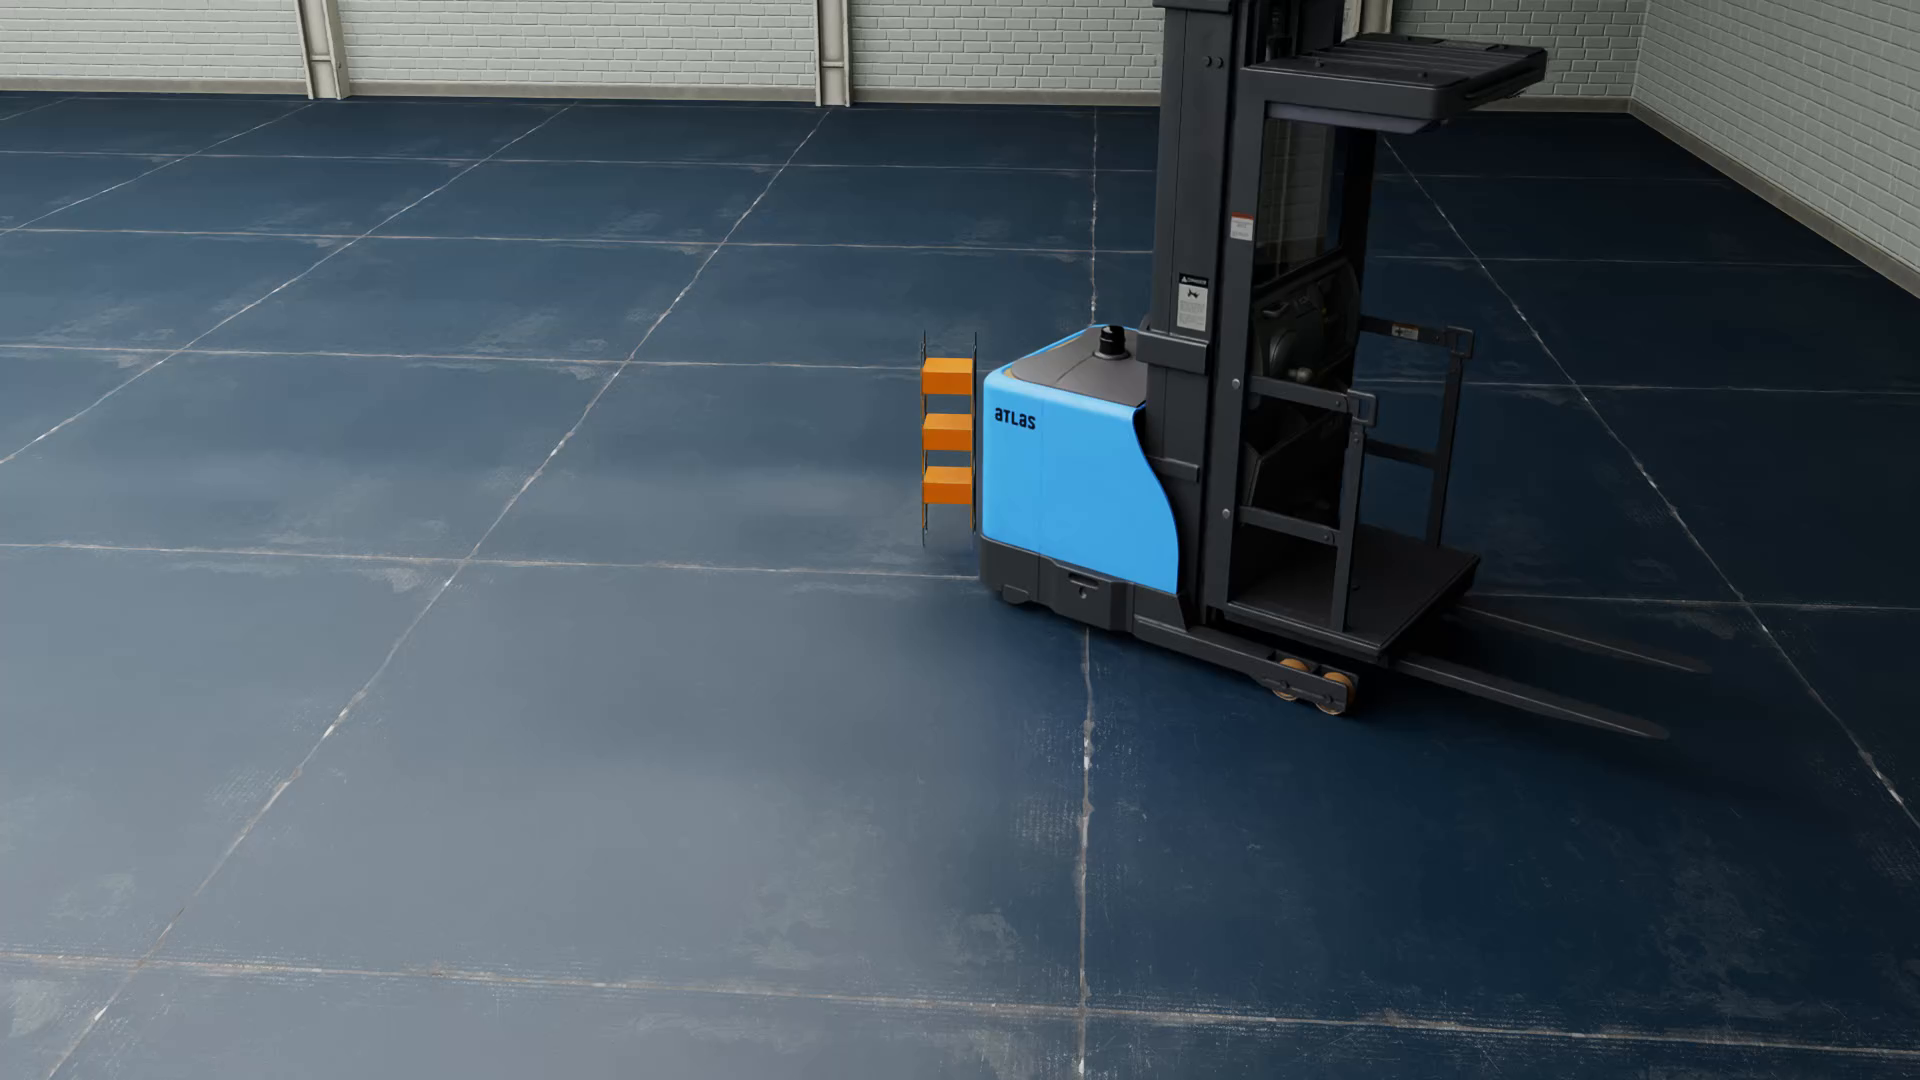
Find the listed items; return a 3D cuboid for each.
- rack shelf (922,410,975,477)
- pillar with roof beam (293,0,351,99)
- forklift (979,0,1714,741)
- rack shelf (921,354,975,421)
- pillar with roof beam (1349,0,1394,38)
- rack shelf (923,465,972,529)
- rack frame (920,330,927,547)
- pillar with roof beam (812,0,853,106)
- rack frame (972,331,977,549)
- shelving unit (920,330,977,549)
[{"bbox_3d":[-0.053,-0.469,8.039,0.240,0.259,0.215,2,25,4],"label":"rack shelf"},{"bbox_3d":[-7.755,-7.521,13.830,0.400,9.000,9.100,2,25,4],"label":"pillar with roof beam"},{"bbox_3d":[1.578,-0.879,6.653,3.031,2.935,1.130,17,30,32],"label":"forklift"},{"bbox_3d":[-0.053,-0.727,7.920,0.240,0.259,0.215,2,25,4],"label":"rack shelf"},{"bbox_3d":[4.209,-7.137,12.996,0.400,9.000,9.100,2,25,4],"label":"pillar with roof beam"},{"bbox_3d":[-0.053,-0.217,8.155,0.240,0.259,0.215,2,25,4],"label":"rack shelf"},{"bbox_3d":[-0.175,-0.483,8.043,0.008,1.050,0.200,2,25,4],"label":"rack frame"},{"bbox_3d":[-1.773,-7.329,13.413,0.400,9.000,9.100,2,25,4],"label":"pillar with roof beam"},{"bbox_3d":[0.068,-0.475,8.026,0.008,1.050,0.200,2,25,4],"label":"rack frame"},{"bbox_3d":[-0.053,-0.479,8.034,0.252,1.050,0.215,2,25,4],"label":"shelving unit"}]
